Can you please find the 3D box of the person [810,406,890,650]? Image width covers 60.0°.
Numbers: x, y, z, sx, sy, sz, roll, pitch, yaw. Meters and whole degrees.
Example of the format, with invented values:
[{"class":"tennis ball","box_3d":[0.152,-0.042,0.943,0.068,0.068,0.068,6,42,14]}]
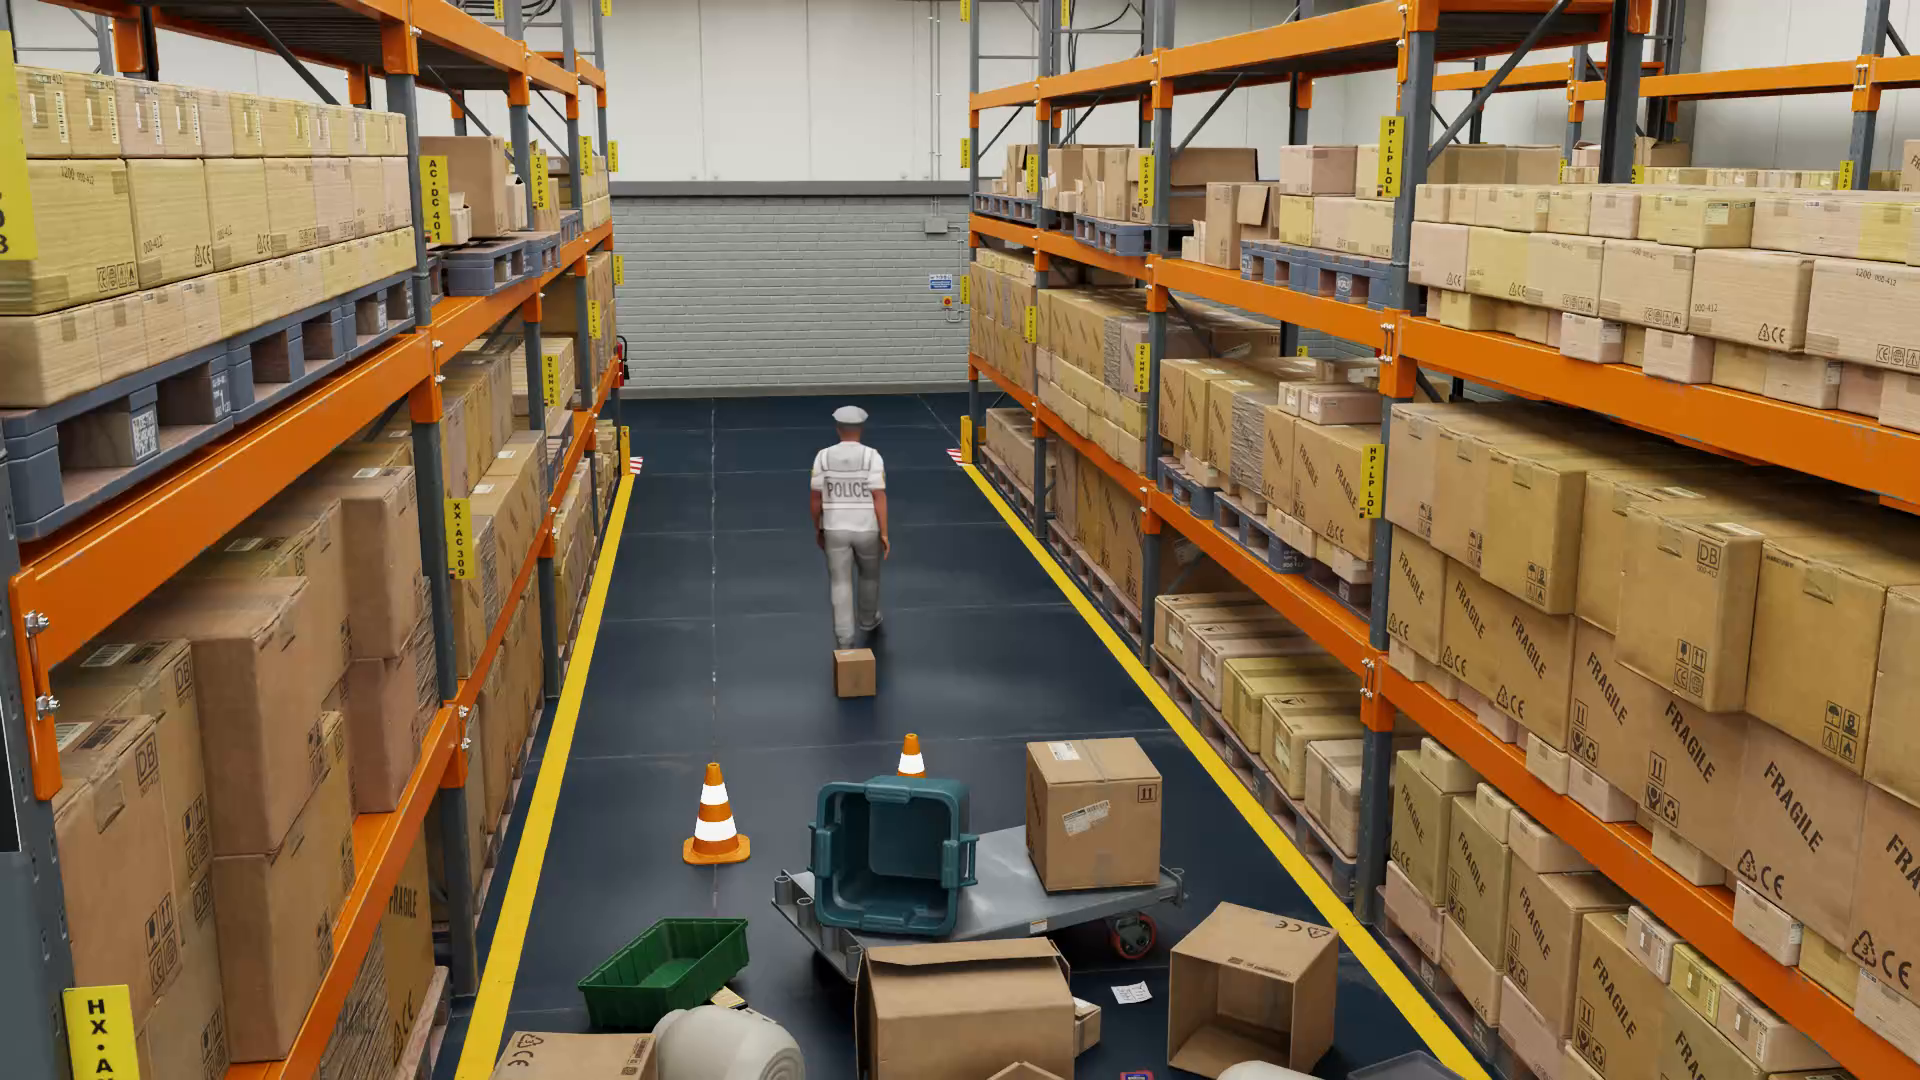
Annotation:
[{"class":"person","box_3d":[-0.782,-0.105,11.866,0.570,1.692,1.042,0,13,-2]}]
